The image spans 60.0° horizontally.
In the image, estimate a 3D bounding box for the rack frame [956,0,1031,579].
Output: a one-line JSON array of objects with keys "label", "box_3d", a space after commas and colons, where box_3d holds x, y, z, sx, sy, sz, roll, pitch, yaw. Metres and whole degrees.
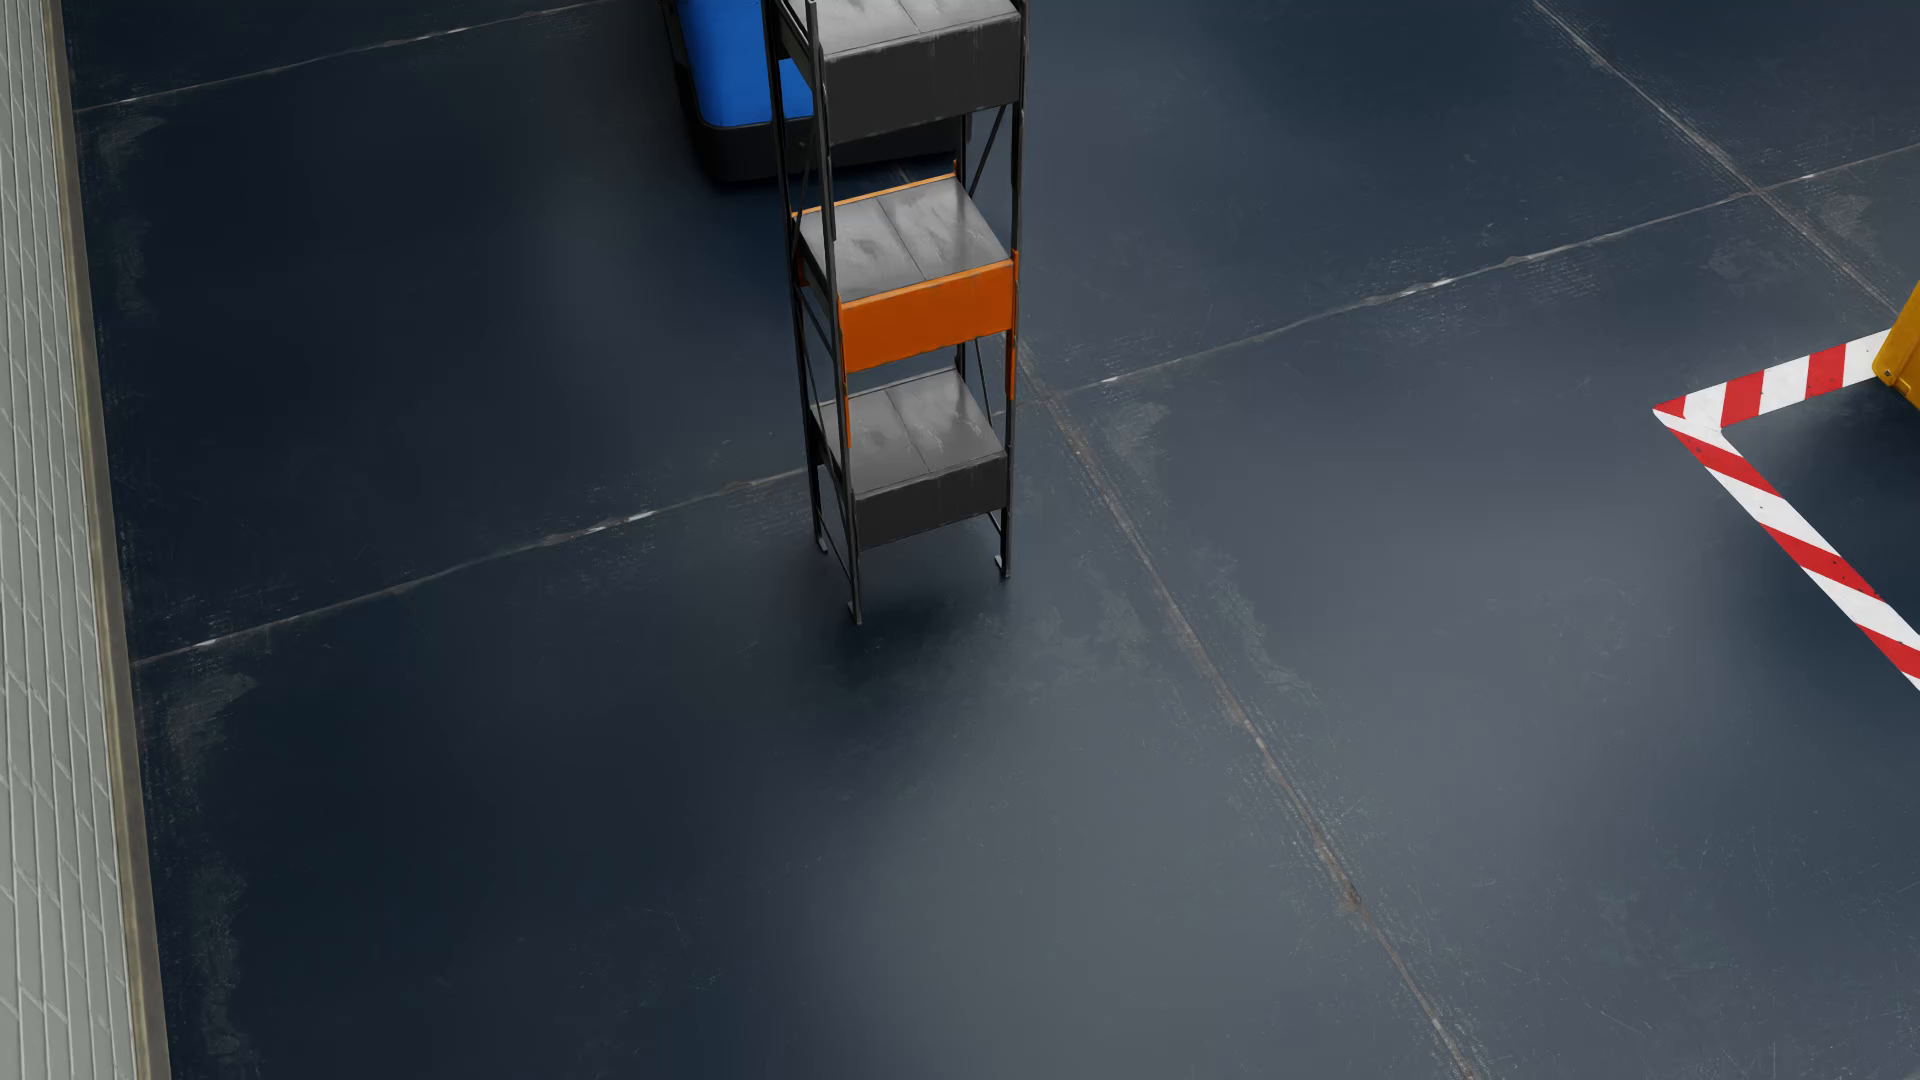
[{"label": "rack frame", "box_3d": [0.073, -0.707, 4.473, 0.015, 2.100, 0.400, -17, 52, -14]}]

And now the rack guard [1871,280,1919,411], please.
[{"label": "rack guard", "box_3d": [3.517, -0.415, 5.277, 0.348, 0.500, 1.175, -17, 52, -14]}]

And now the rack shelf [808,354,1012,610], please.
[{"label": "rack shelf", "box_3d": [-0.153, -0.172, 4.954, 0.480, 0.518, 0.431, -17, 52, -14]}]

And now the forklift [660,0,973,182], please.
[{"label": "forklift", "box_3d": [-0.788, -3.462, 6.291, 1.130, 2.935, 3.031, -10, 50, -9]}]

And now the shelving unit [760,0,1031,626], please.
[{"label": "shelving unit", "box_3d": [-0.153, -0.637, 4.413, 0.503, 2.100, 0.431, -17, 52, -14]}]

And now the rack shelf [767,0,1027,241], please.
[{"label": "rack shelf", "box_3d": [-0.153, -1.084, 3.892, 0.480, 0.518, 0.431, -17, 52, -14]}]

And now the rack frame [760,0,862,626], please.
[{"label": "rack frame", "box_3d": [-0.379, -0.567, 4.353, 0.015, 2.100, 0.400, -17, 52, -14]}]

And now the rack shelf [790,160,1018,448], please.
[{"label": "rack shelf", "box_3d": [-0.153, -0.628, 4.423, 0.480, 0.518, 0.431, -17, 52, -14]}]
